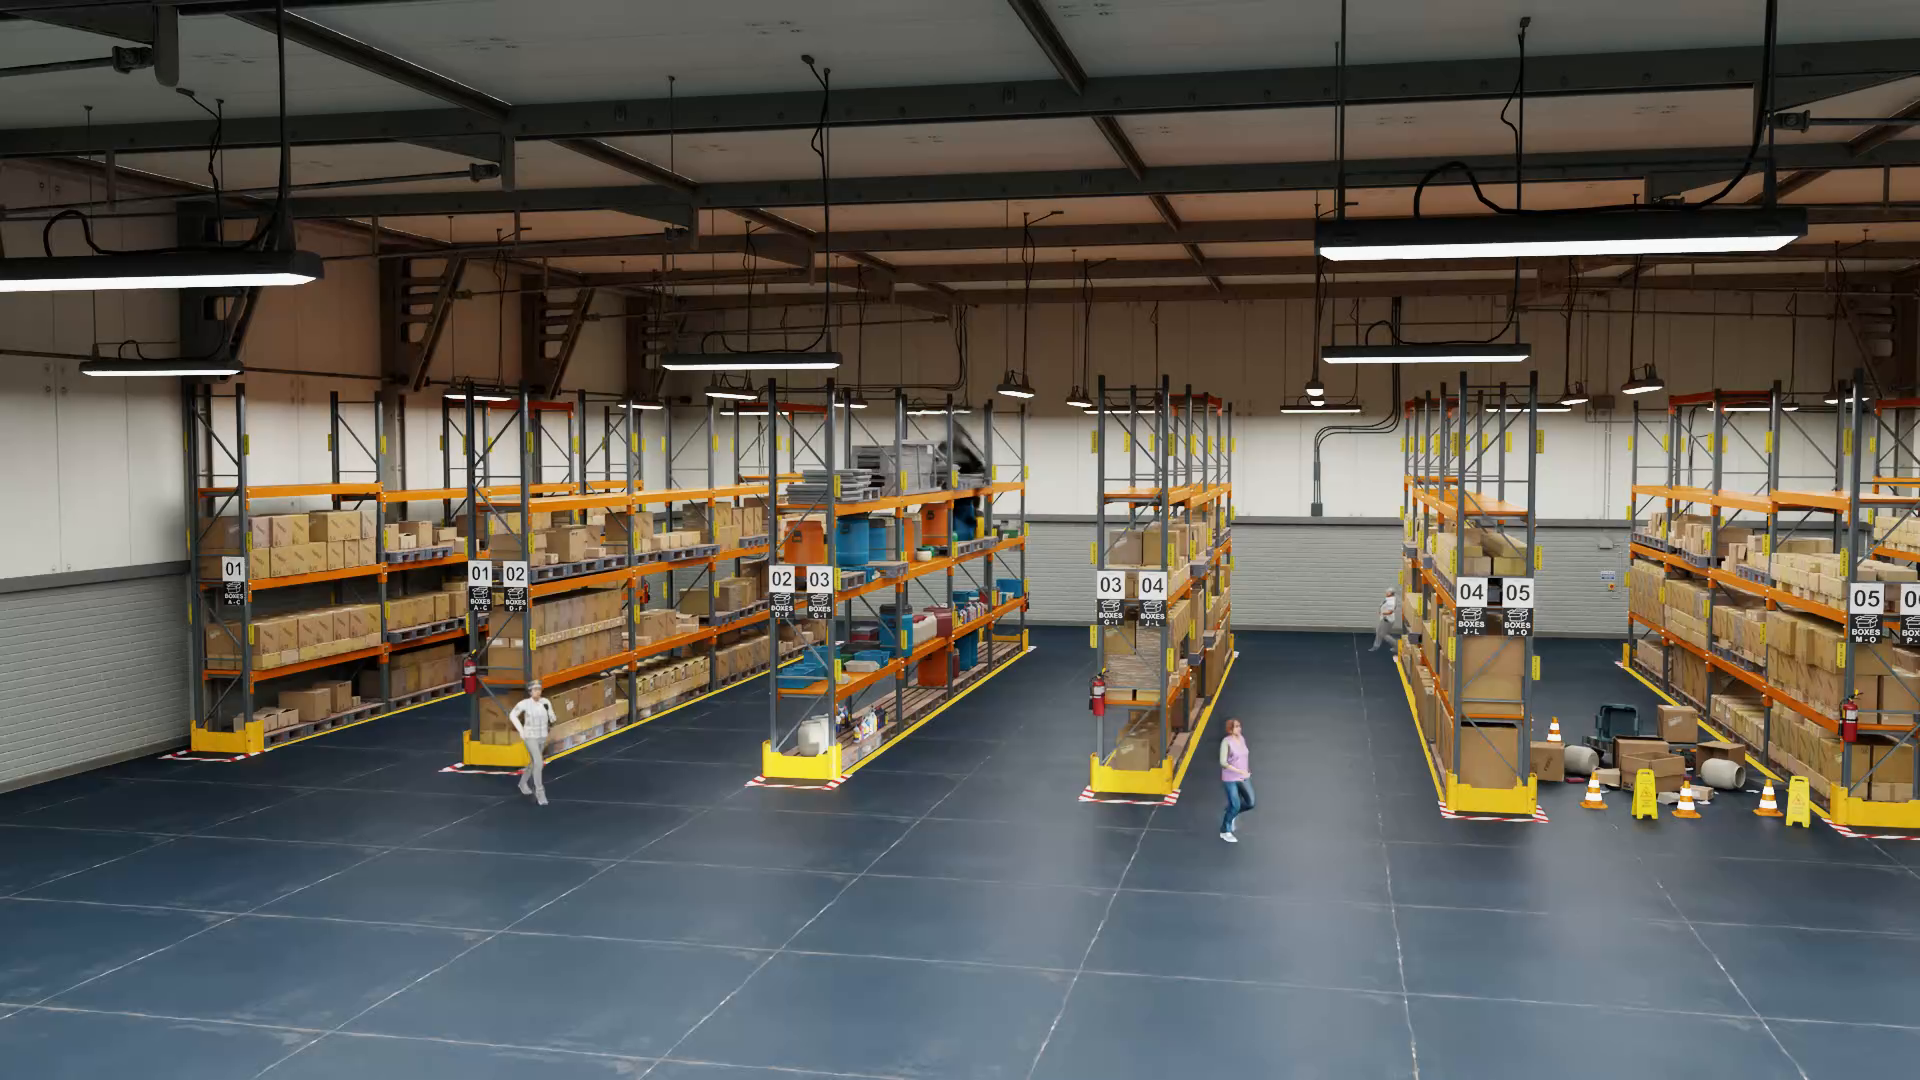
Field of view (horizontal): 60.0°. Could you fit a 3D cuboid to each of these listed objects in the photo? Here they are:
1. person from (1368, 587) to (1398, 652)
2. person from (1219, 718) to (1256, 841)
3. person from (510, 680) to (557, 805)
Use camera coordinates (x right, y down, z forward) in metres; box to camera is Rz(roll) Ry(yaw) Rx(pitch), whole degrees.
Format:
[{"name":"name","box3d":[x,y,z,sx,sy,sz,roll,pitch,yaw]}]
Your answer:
[{"name":"person","box3d":[10.163,1.922,39.832,0.763,1.616,0.738,1,3,15]},{"name":"person","box3d":[3.501,3.028,20.975,0.539,1.566,0.537,-2,4,-37]},{"name":"person","box3d":[-5.982,2.825,23.446,0.790,1.747,0.585,3,4,43]}]
